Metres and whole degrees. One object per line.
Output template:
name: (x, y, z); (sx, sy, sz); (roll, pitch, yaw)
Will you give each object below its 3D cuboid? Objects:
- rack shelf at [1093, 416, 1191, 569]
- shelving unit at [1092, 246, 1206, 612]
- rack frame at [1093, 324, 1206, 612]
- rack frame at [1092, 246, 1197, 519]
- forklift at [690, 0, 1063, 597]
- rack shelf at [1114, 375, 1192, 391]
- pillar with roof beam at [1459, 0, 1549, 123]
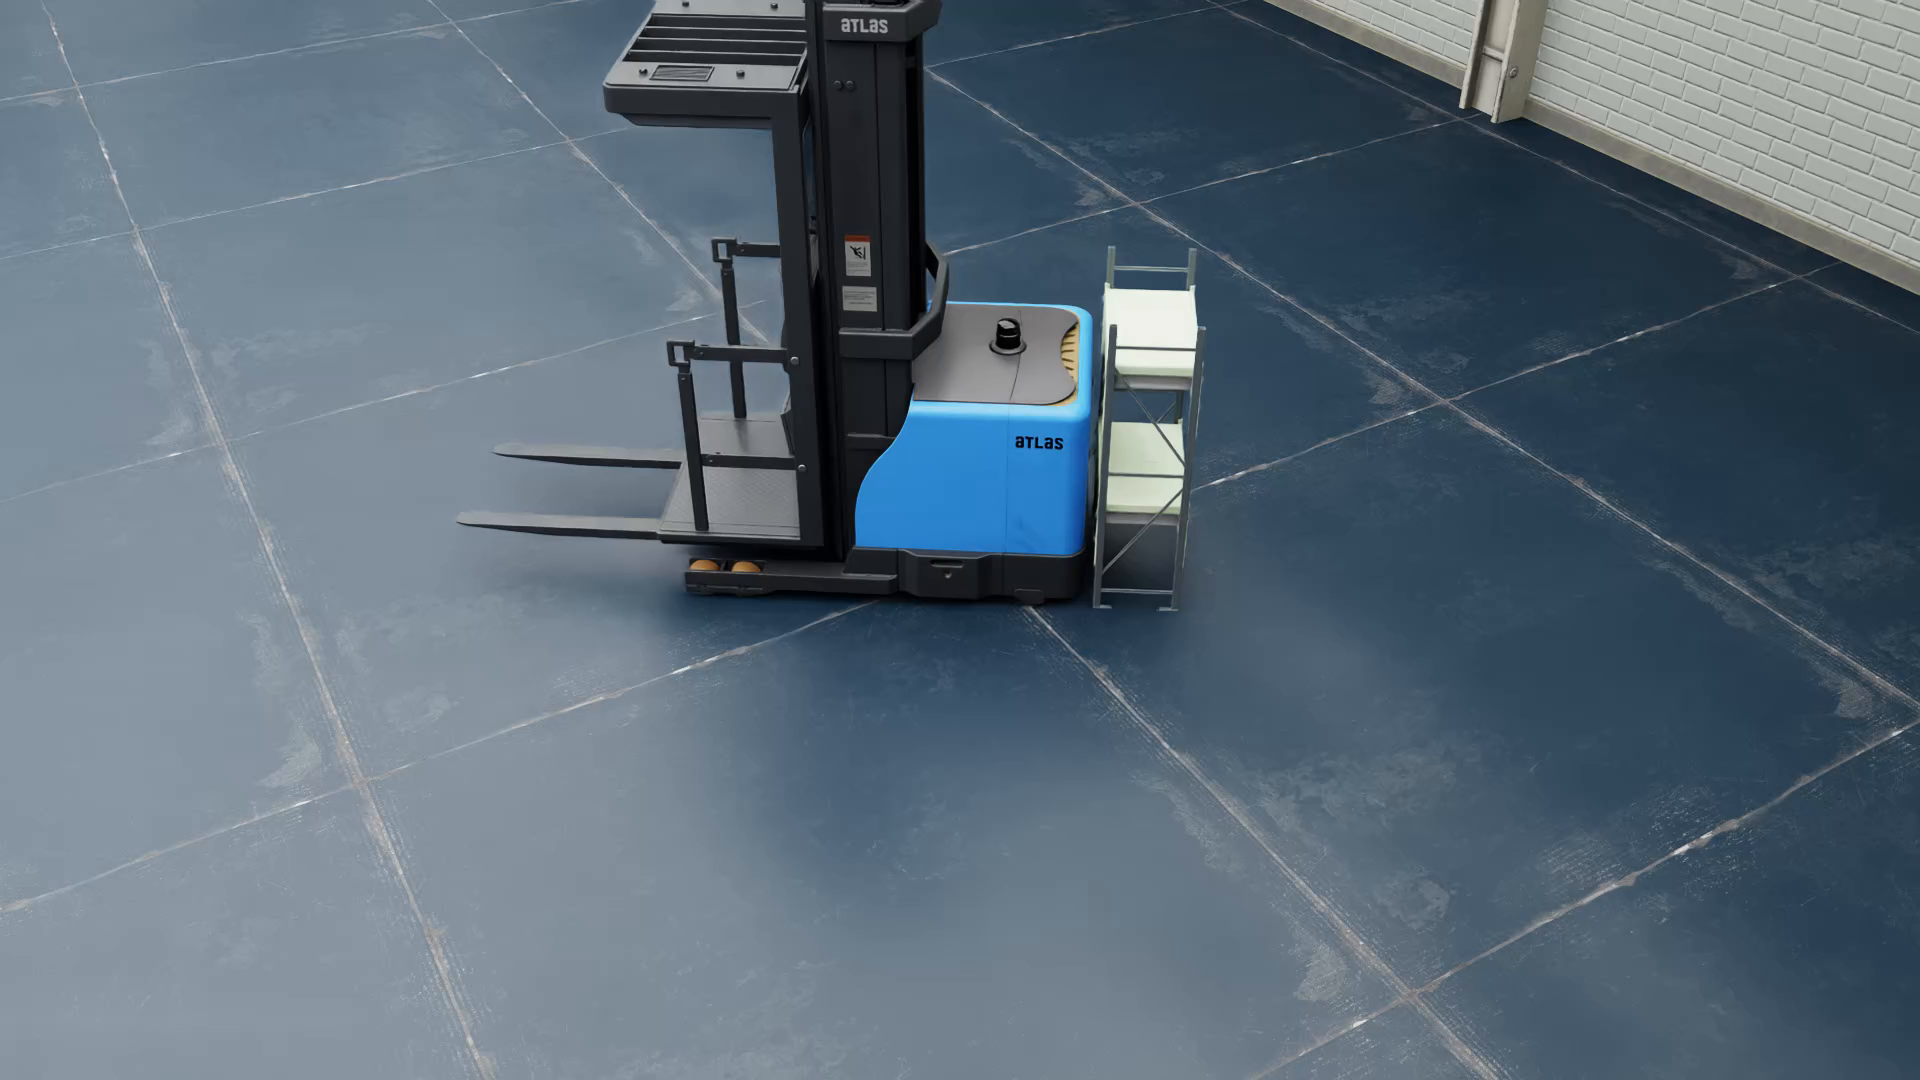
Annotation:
rack shelf: (-8.145, -8.214, 18.980); (20.123, 0.609, 26.904); (2, 36, 3)
shelving unit: (-8.145, -8.569, 18.710); (20.123, 1.500, 26.922); (2, 36, 3)
rack frame: (0.823, -0.282, 7.364); (0.400, 1.500, 0.023); (2, 36, 3)
rack frame: (0.869, -0.713, 7.954); (0.400, 1.500, 0.023); (2, 36, 3)
forklift: (-10.834, -13.342, 18.878); (25.083, 9.011, 32.329); (2, 36, 3)
rack shelf: (0.846, -0.870, 7.387); (0.332, 0.071, 0.664); (2, 36, 3)
pillar with roof beam: (0.356, -5.649, 8.354); (9.100, 9.000, 0.400); (-19, 40, -24)
